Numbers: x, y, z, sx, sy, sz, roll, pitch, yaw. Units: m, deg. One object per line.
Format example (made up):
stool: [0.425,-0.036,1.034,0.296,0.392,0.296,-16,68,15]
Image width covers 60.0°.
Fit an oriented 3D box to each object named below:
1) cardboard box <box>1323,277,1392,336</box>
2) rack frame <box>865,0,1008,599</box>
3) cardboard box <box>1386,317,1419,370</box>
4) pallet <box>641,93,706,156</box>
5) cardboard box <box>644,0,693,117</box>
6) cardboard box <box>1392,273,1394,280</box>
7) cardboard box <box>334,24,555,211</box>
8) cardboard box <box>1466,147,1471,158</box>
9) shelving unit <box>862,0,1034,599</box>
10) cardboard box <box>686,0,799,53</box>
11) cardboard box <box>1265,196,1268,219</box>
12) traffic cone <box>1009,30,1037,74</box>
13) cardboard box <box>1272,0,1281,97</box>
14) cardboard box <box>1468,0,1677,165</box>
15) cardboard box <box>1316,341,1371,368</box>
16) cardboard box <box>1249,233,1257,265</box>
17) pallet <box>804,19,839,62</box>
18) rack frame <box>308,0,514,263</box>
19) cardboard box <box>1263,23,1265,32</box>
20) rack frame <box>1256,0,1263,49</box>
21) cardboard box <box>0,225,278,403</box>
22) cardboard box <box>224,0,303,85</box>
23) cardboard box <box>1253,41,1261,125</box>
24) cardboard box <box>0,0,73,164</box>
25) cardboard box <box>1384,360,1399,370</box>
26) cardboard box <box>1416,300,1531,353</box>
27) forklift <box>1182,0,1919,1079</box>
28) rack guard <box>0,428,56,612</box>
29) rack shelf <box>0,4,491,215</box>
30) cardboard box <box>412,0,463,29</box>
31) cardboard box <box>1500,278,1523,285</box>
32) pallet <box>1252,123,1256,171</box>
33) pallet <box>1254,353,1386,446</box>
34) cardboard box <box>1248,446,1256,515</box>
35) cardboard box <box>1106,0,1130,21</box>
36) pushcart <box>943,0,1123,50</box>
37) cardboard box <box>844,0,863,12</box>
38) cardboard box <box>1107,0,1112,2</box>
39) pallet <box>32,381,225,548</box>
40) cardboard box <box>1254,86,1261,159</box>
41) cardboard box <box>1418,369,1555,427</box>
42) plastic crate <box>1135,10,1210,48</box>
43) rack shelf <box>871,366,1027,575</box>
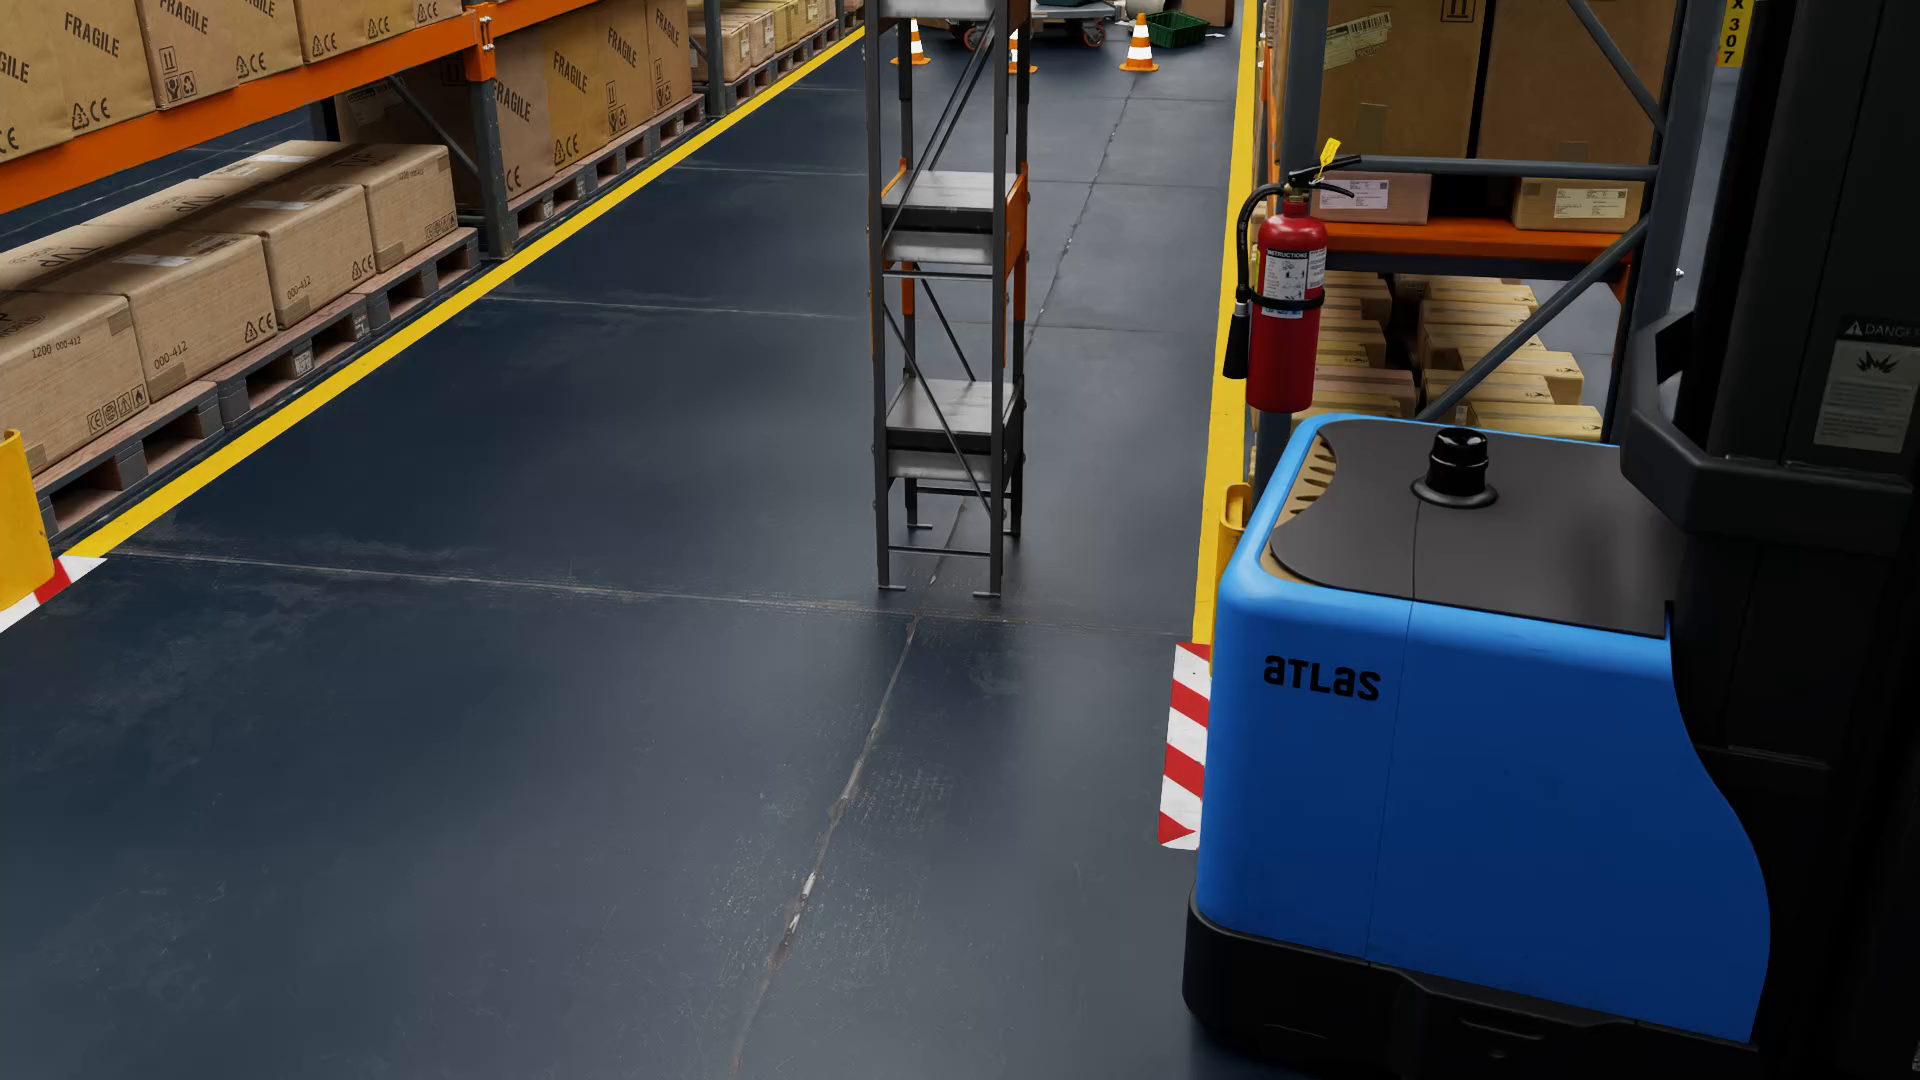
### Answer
cardboard box: [1.416,-0.885,6.267,0.380,0.149,0.250,3,25,7]
rack frame: [-0.067,-0.780,4.939,0.400,2.100,0.015,4,25,9]
cardboard box: [1.812,-0.724,6.275,0.380,0.149,0.250,5,26,11]
pallet: [-2.478,-2.995,11.900,1.003,0.211,1.213,4,25,9]
cardboard box: [-2.469,-3.528,11.759,0.875,0.875,0.875,4,25,8]
cardboard box: [2.016,-1.056,6.984,0.380,0.149,0.250,5,25,10]
cardboard box: [-2.906,-2.403,9.356,0.875,0.875,0.875,5,26,10]
cardboard box: [1.699,-1.271,5.224,0.380,0.149,0.250,5,26,11]
shelving unit: [-0.027,-0.882,5.157,0.431,2.100,0.503,4,25,9]
cardboard box: [-1.930,-4.444,14.311,0.950,0.372,0.625,5,26,10]
cardboard box: [1.608,-1.537,7.661,0.380,0.149,0.250,5,26,11]
traffic cone: [0.497,-4.301,14.392,0.336,0.463,0.334,4,25,9]
cardboard box: [1.300,-1.750,5.481,0.500,0.500,0.500,4,25,9]
cardboard box: [1.664,-1.285,4.488,0.500,0.500,0.500,5,26,11]
cardboard box: [1.169,-0.562,5.578,0.380,0.149,0.250,3,25,7]
cardboard box: [1.595,-1.378,8.024,0.380,0.149,0.250,3,25,6]
pallet: [-1.747,-4.667,15.472,1.003,0.211,1.213,4,25,9]
rack frame: [-2.928,-2.910,8.428,1.000,3.000,0.127,4,25,9]
cardboard box: [2.098,-2.990,10.168,0.500,0.250,0.500,4,25,9]
rack frame: [3.279,-5.955,14.934,1.000,3.000,0.127,4,25,9]
cardboard box: [-3.431,-0.933,6.732,0.875,0.438,0.875,5,25,10]
cardboard box: [-2.999,-2.099,6.578,0.500,0.500,0.500,5,26,10]
cardboard box: [2.258,-3.062,11.207,0.500,0.500,0.500,3,25,6]
cardboard box: [-3.220,-1.463,5.220,0.500,0.500,0.500,4,25,8]
cardboard box: [1.351,-0.533,5.868,0.380,0.149,0.250,4,25,8]
cardboard box: [1.846,-0.745,5.970,0.380,0.149,0.250,5,26,11]
forklift: [2.044,-0.261,2.849,3.031,2.935,1.130,9,26,18]
rack guard: [-3.586,-0.095,5.363,1.175,0.500,0.348,4,25,9]
rack shelf: [-3.255,-1.748,6.794,1.077,0.370,4.000,4,25,9]
cardboard box: [-2.752,-2.744,7.955,0.500,0.500,0.500,4,25,9]
cardboard box: [2.030,-1.060,6.643,0.380,0.149,0.250,3,25,7]
pallet: [2.496,-2.693,11.253,1.003,0.211,1.213,4,25,9]
pallet: [1.700,-0.551,6.679,1.003,0.211,1.213,4,25,9]
cardboard box: [1.141,-0.184,5.473,0.380,0.149,0.250,5,26,10]
cardboard box: [1.743,-5.563,17.322,0.396,0.266,0.258,8,26,18]
pushcart: [0.637,-4.931,15.840,1.648,0.377,0.936,-5,25,-10]
cardboard box: [-1.258,-5.429,16.558,0.500,0.250,0.500,3,25,6]
cardboard box: [1.244,-5.888,17.736,0.797,0.503,0.637,-14,29,-27]
pallet: [-3.528,-0.314,6.172,1.003,0.211,1.213,4,25,9]
cardboard box: [2.017,-2.423,9.842,0.500,0.500,0.500,3,25,7]
cardboard box: [1.665,-0.424,5.283,0.380,0.149,0.250,4,25,9]
plastic crate: [2.015,-4.871,15.867,0.450,0.188,0.662,29,36,30]
rack shelf: [-0.027,-0.235,5.459,0.431,0.518,0.480,4,25,9]
